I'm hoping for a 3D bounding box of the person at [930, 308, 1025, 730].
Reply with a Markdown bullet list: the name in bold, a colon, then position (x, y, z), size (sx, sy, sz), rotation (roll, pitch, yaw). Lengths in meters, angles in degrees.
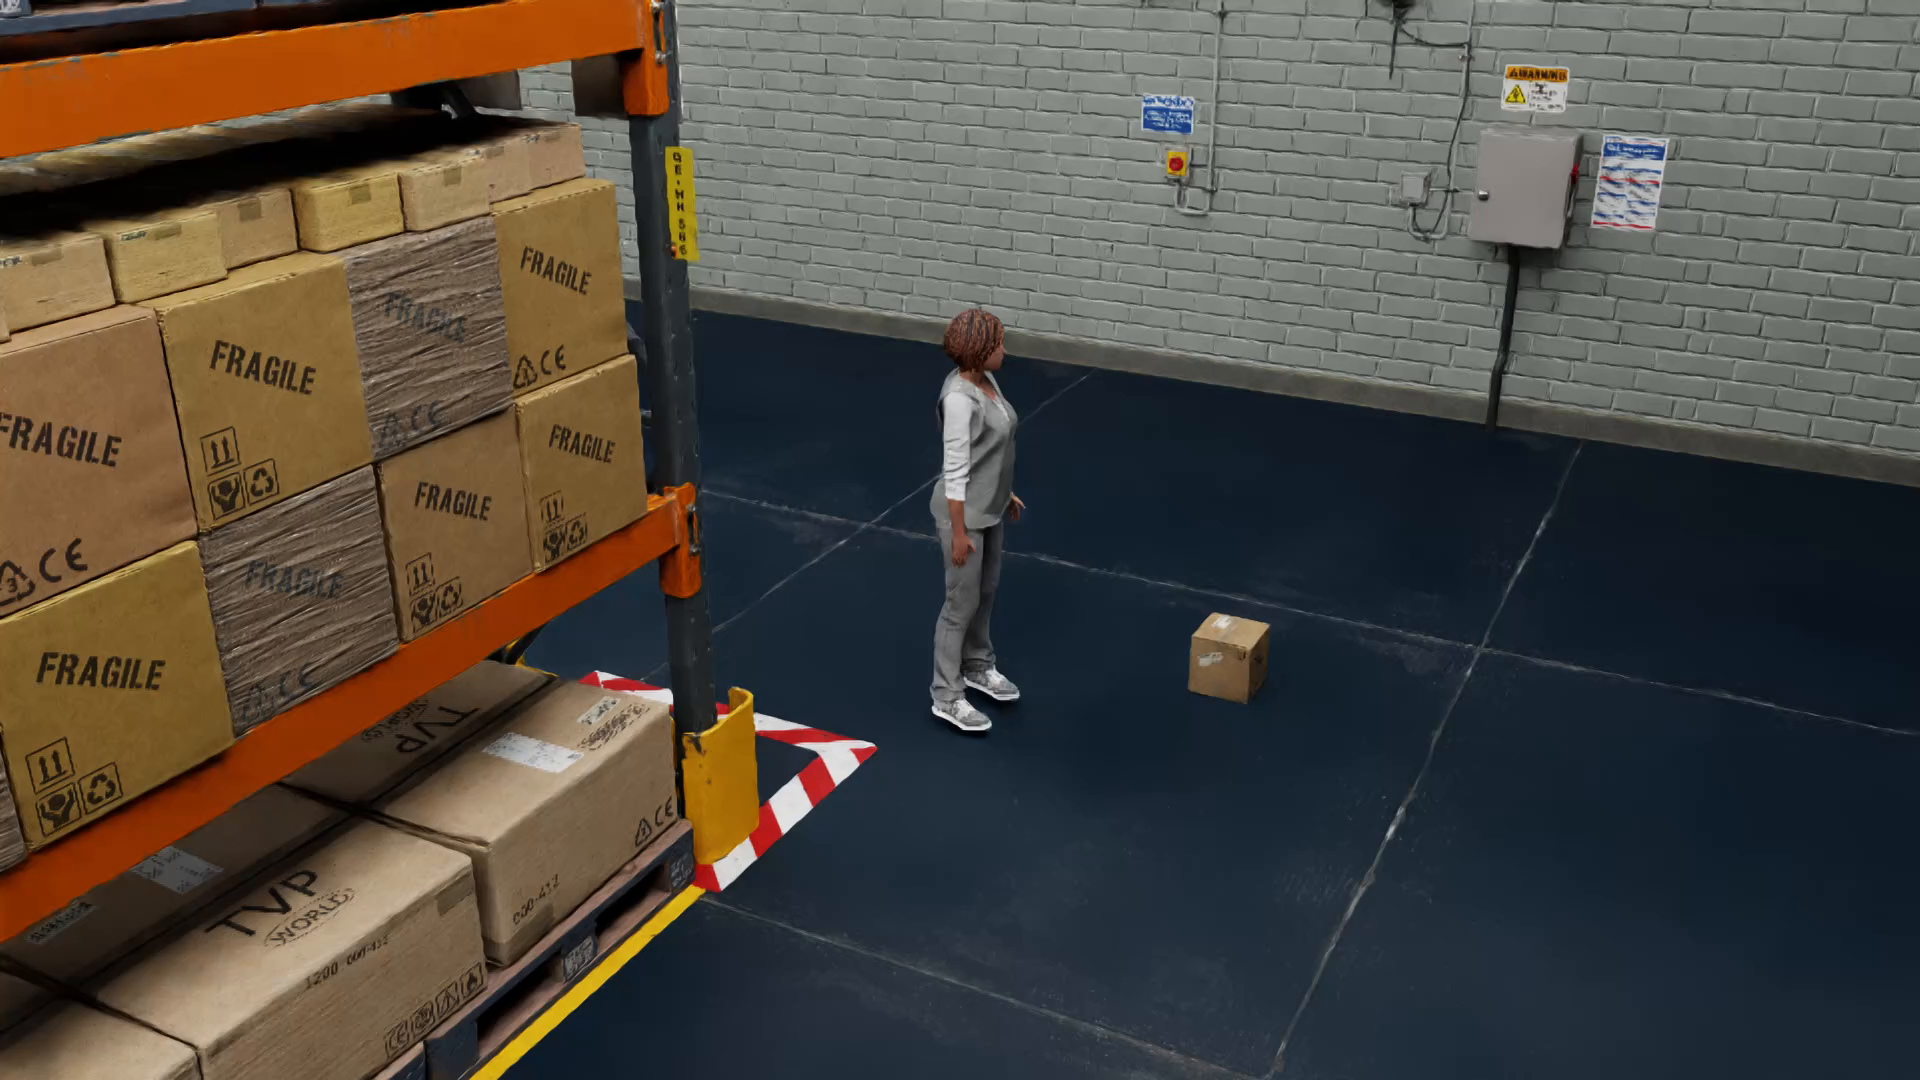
- **person**: position (0.056, -0.088, 6.253), size (0.337, 1.606, 0.467), rotation (7, 24, 15)
